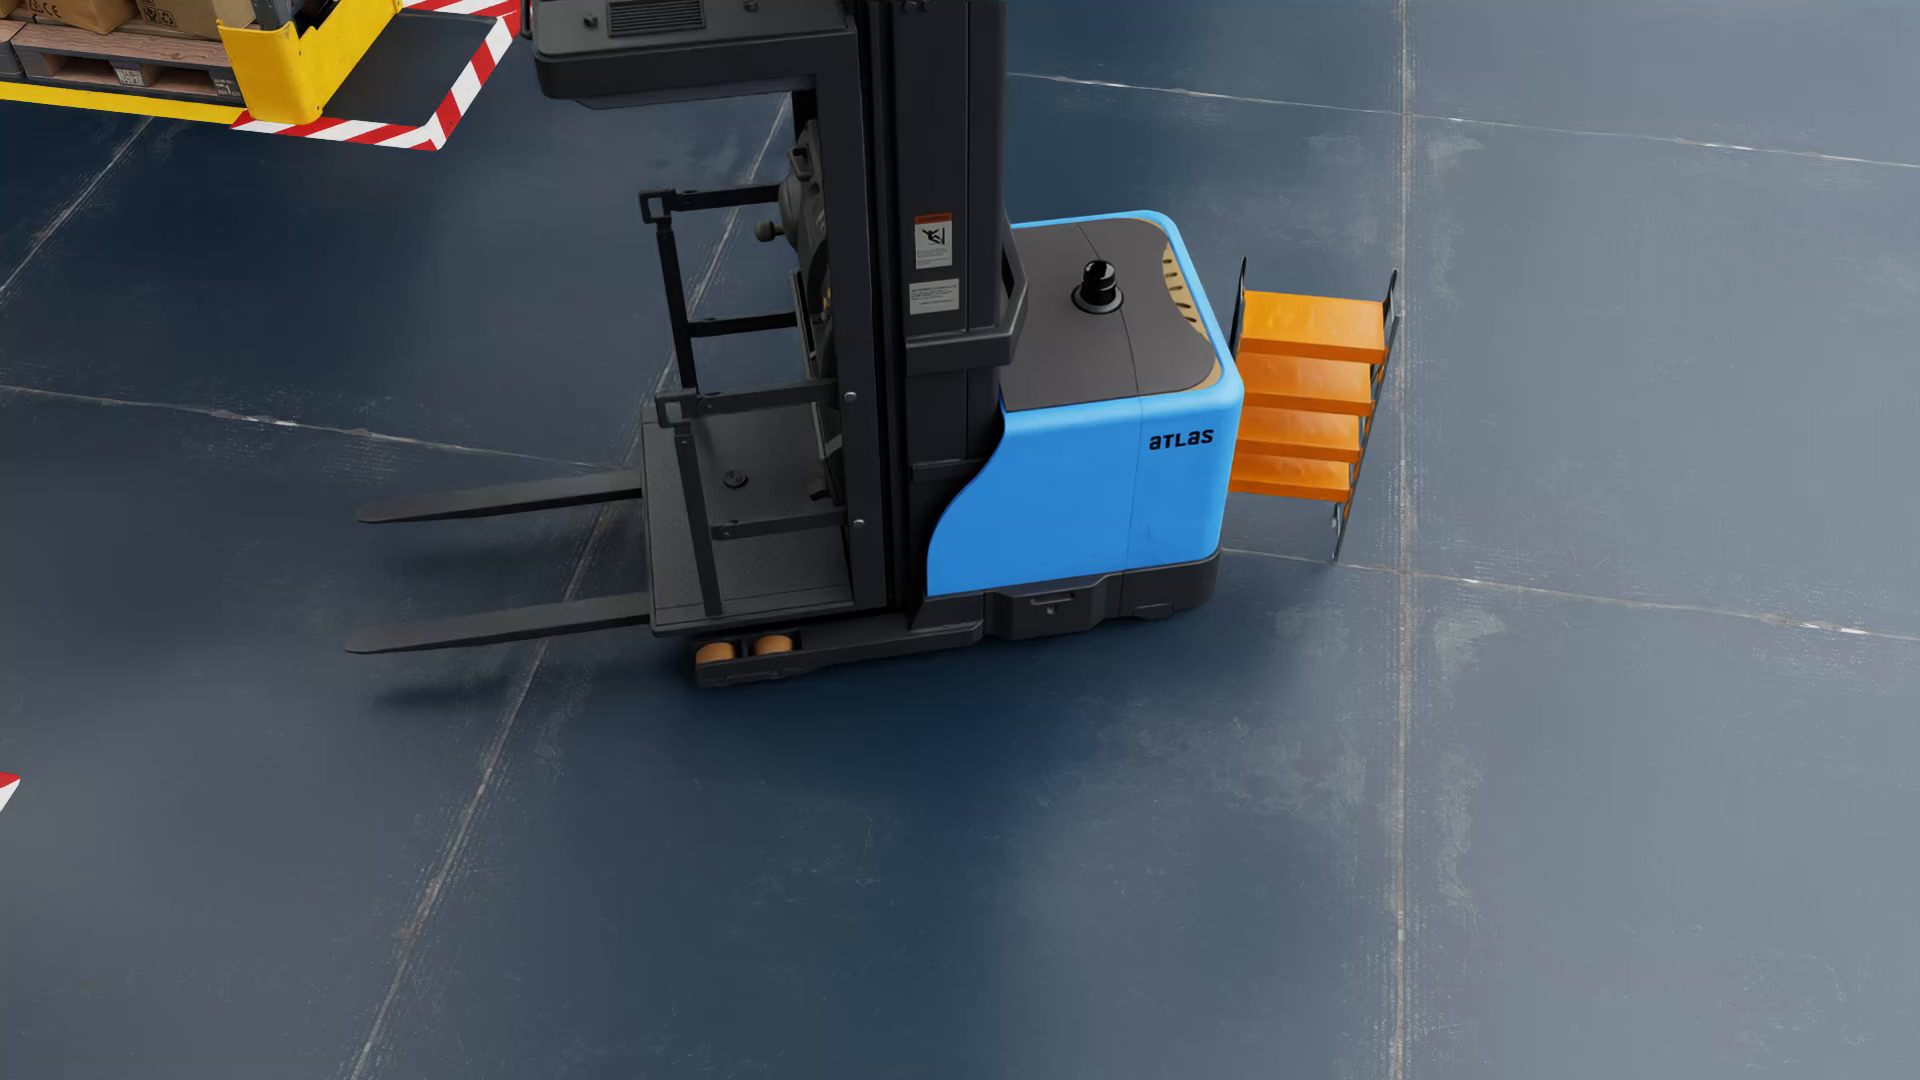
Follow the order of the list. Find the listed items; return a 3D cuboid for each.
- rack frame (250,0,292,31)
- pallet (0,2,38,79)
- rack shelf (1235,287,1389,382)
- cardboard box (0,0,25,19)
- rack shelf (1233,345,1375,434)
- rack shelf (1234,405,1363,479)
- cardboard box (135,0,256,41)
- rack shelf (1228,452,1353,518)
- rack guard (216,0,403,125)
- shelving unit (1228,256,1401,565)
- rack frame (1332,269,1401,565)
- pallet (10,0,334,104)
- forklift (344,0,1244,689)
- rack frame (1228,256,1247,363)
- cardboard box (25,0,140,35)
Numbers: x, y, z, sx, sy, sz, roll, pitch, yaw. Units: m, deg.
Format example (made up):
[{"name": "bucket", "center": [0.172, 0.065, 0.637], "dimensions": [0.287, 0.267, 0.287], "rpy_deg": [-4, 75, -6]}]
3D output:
[{"name": "rack frame", "center": [-3.130, -3.445, 7.329], "dimensions": [0.127, 3.000, 1.000], "rpy_deg": [8, 49, 7]}, {"name": "pallet", "center": [-5.195, -2.820, 8.642], "dimensions": [1.213, 0.211, 1.003], "rpy_deg": [8, 49, 7]}, {"name": "rack shelf", "center": [1.165, -0.684, 5.530], "dimensions": [0.480, 0.148, 0.258], "rpy_deg": [6, 48, 5]}, {"name": "cardboard box", "center": [-4.948, -2.996, 8.323], "dimensions": [0.500, 0.500, 0.500], "rpy_deg": [12, 49, 10]}, {"name": "rack shelf", "center": [1.165, -0.526, 5.706], "dimensions": [0.480, 0.148, 0.258], "rpy_deg": [6, 48, 5]}, {"name": "rack shelf", "center": [1.165, -0.377, 5.872], "dimensions": [0.480, 0.148, 0.258], "rpy_deg": [6, 48, 5]}, {"name": "cardboard box", "center": [-3.741, -2.845, 8.188], "dimensions": [0.500, 0.500, 0.500], "rpy_deg": [16, 50, 14]}, {"name": "rack shelf", "center": [1.165, -0.244, 6.020], "dimensions": [0.480, 0.148, 0.258], "rpy_deg": [6, 48, 5]}, {"name": "rack guard", "center": [-3.204, -2.620, 8.268], "dimensions": [0.348, 0.500, 1.175], "rpy_deg": [8, 49, 7]}, {"name": "shelving unit", "center": [1.165, -0.422, 5.822], "dimensions": [0.503, 1.200, 0.258], "rpy_deg": [6, 48, 5]}, {"name": "rack frame", "center": [1.407, -0.397, 5.800], "dimensions": [0.015, 1.200, 0.240], "rpy_deg": [6, 48, 5]}, {"name": "pallet", "center": [-3.998, -2.656, 8.495], "dimensions": [1.213, 0.211, 1.003], "rpy_deg": [8, 49, 7]}, {"name": "forklift", "center": [-0.646, -0.895, 5.084], "dimensions": [3.031, 2.935, 1.130], "rpy_deg": [-7, 48, -7]}, {"name": "rack frame", "center": [0.923, -0.447, 5.845], "dimensions": [0.015, 1.200, 0.240], "rpy_deg": [6, 48, 5]}, {"name": "cardboard box", "center": [-4.335, -2.899, 8.236], "dimensions": [0.500, 0.500, 0.500], "rpy_deg": [19, 51, 17]}]
